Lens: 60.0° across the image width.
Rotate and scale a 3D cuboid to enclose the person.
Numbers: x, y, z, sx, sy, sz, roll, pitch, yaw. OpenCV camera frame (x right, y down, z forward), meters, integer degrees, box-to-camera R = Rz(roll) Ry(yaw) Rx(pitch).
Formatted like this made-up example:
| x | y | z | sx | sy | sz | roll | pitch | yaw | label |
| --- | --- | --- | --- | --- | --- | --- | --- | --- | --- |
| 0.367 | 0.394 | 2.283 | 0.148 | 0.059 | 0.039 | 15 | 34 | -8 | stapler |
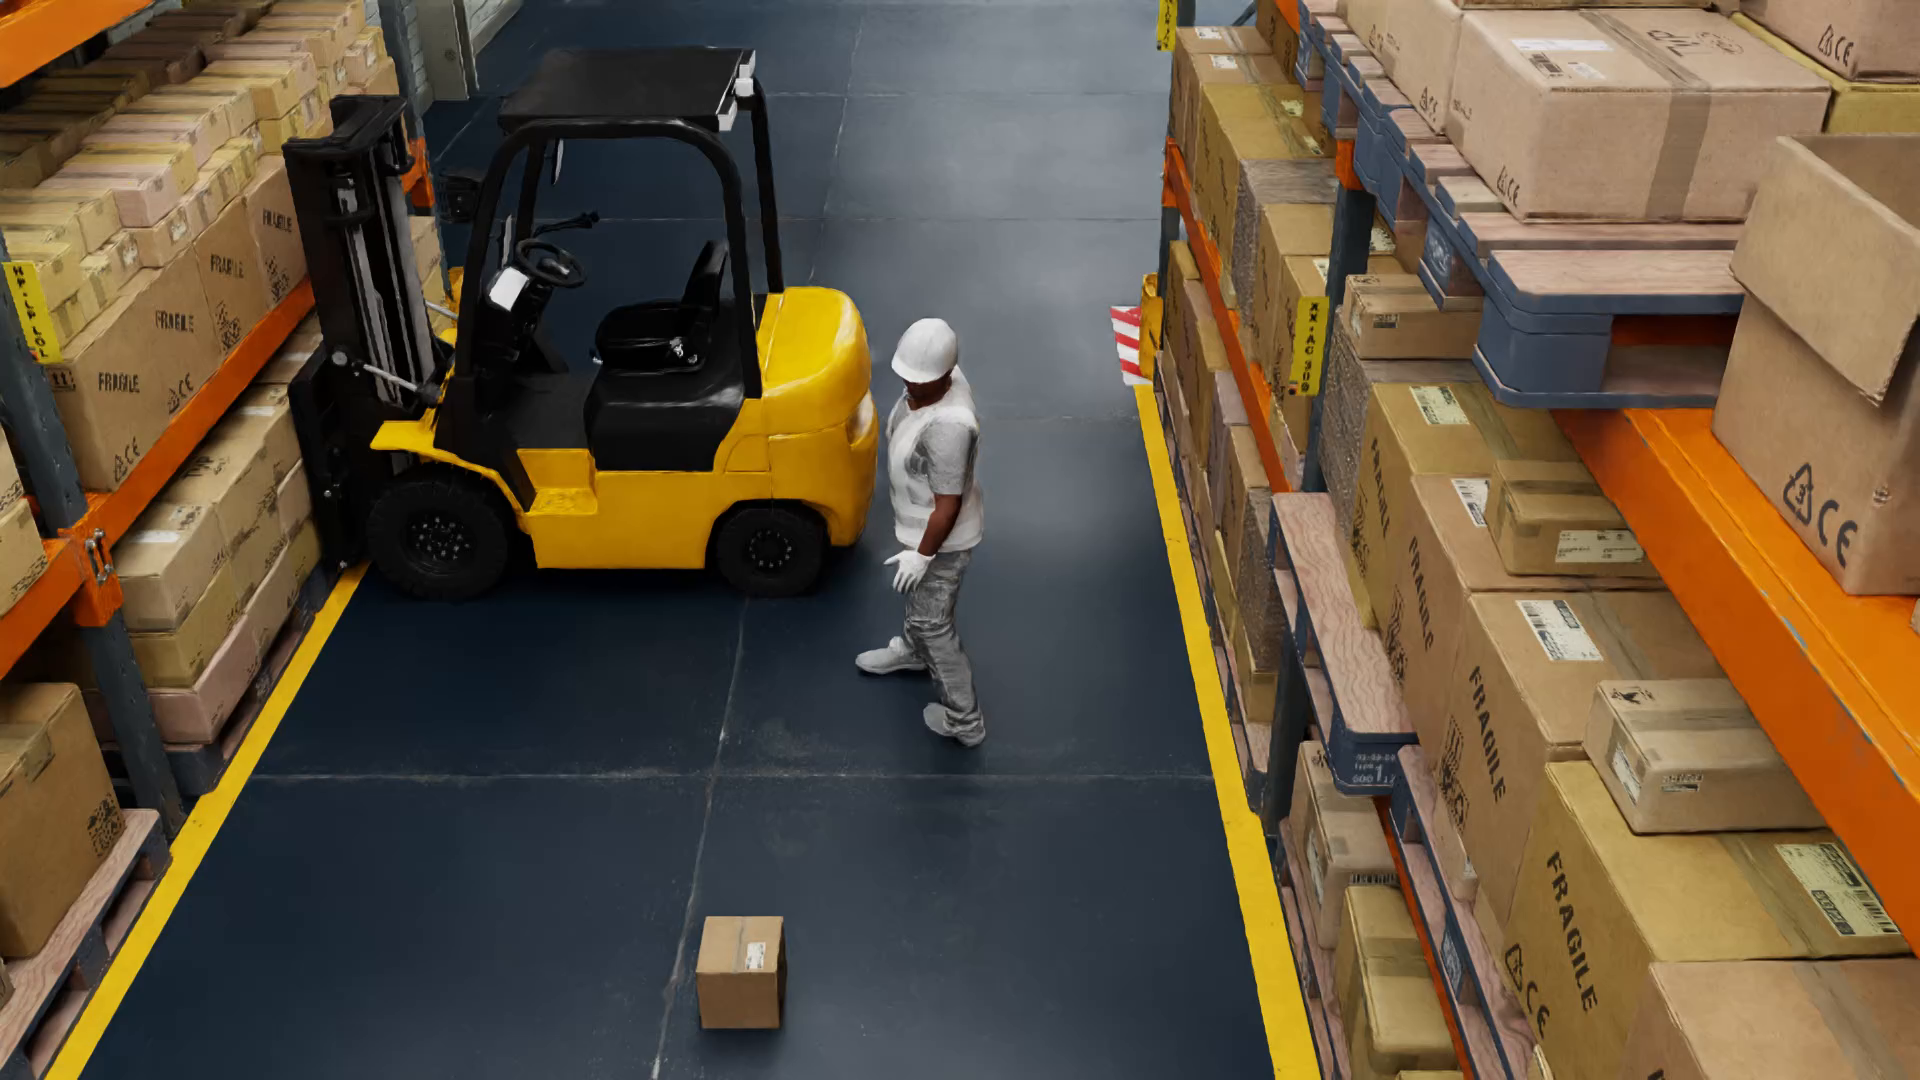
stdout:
| x | y | z | sx | sy | sz | roll | pitch | yaw | label |
| --- | --- | --- | --- | --- | --- | --- | --- | --- | --- |
| -0.169 | -0.069 | 6.266 | 0.564 | 1.762 | 0.687 | 2 | 31 | 3 | person |
